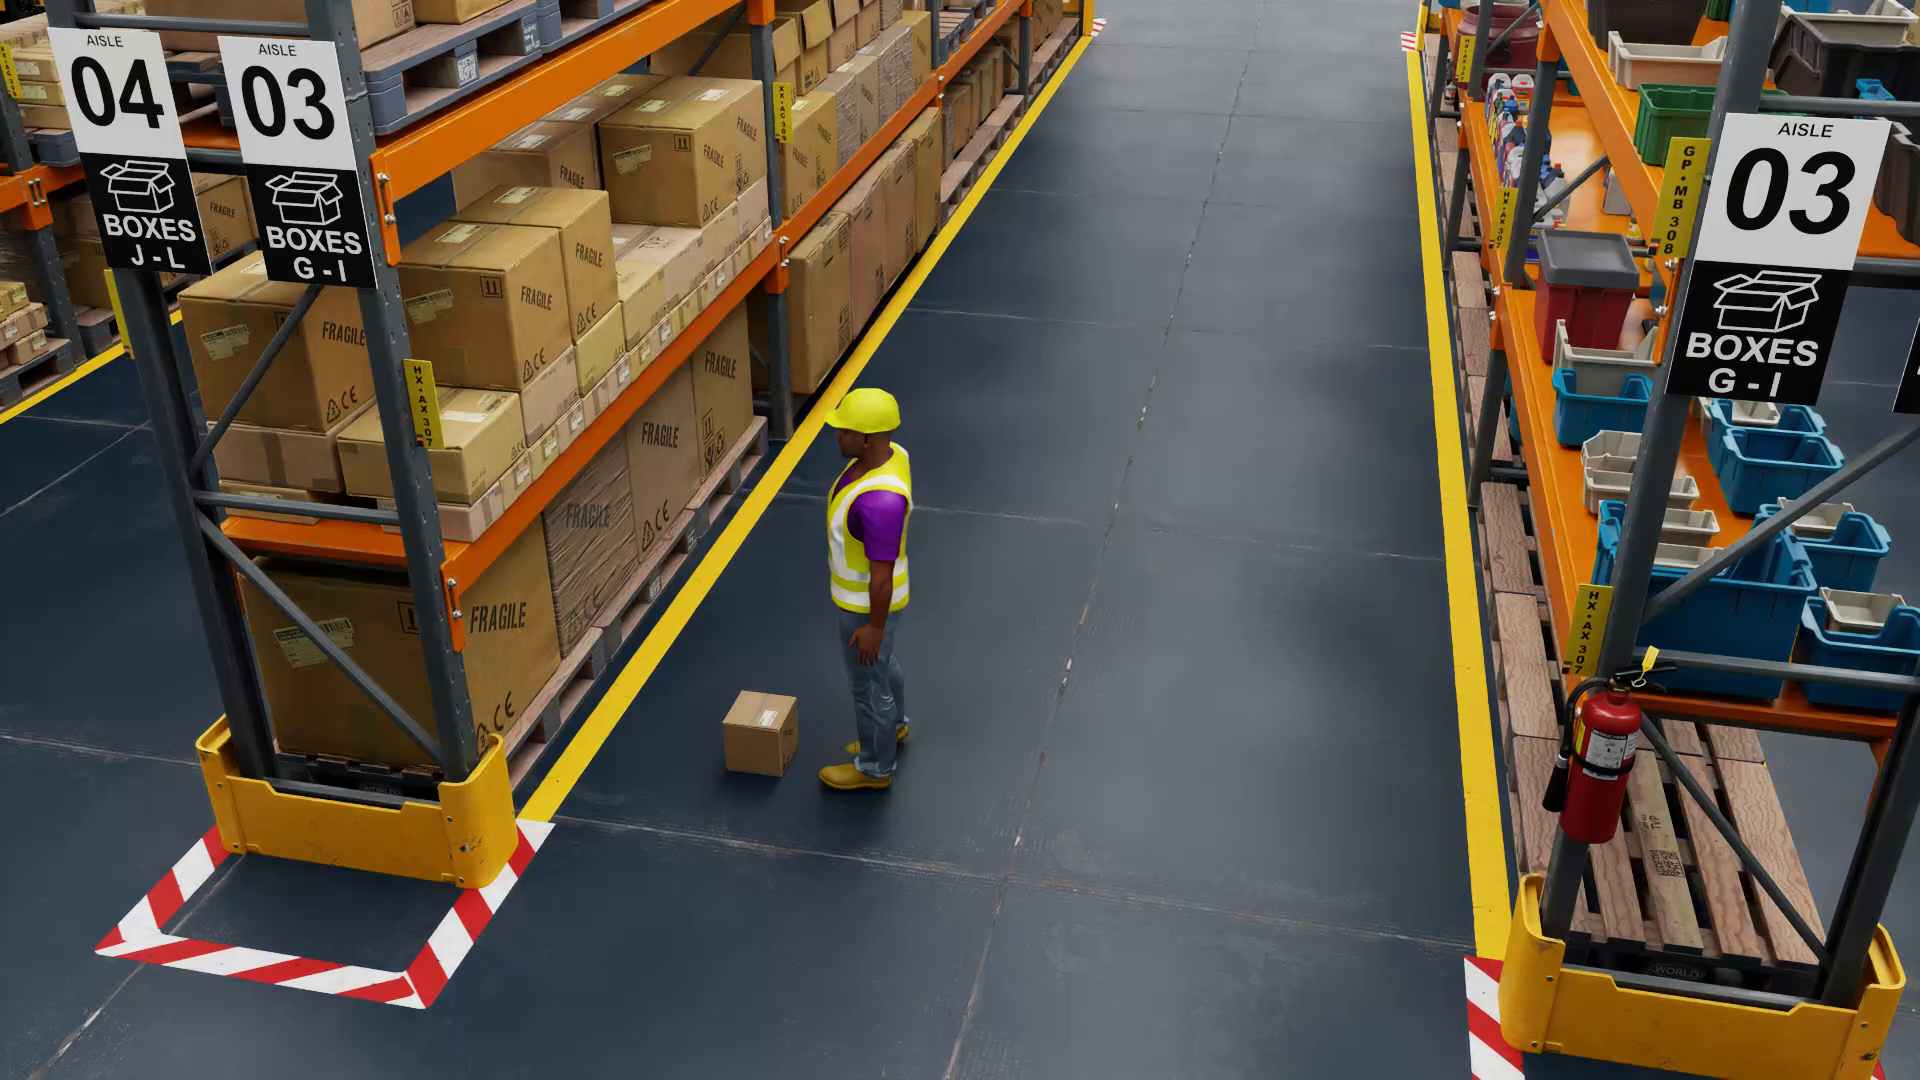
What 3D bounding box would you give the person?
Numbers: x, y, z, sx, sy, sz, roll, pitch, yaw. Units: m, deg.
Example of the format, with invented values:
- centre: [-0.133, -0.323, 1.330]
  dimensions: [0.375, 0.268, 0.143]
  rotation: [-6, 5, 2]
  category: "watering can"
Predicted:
- centre: [-0.391, 0.232, 6.700]
  dimensions: [0.416, 1.815, 0.593]
  rotation: [-1, 29, -1]
  category: "person"
